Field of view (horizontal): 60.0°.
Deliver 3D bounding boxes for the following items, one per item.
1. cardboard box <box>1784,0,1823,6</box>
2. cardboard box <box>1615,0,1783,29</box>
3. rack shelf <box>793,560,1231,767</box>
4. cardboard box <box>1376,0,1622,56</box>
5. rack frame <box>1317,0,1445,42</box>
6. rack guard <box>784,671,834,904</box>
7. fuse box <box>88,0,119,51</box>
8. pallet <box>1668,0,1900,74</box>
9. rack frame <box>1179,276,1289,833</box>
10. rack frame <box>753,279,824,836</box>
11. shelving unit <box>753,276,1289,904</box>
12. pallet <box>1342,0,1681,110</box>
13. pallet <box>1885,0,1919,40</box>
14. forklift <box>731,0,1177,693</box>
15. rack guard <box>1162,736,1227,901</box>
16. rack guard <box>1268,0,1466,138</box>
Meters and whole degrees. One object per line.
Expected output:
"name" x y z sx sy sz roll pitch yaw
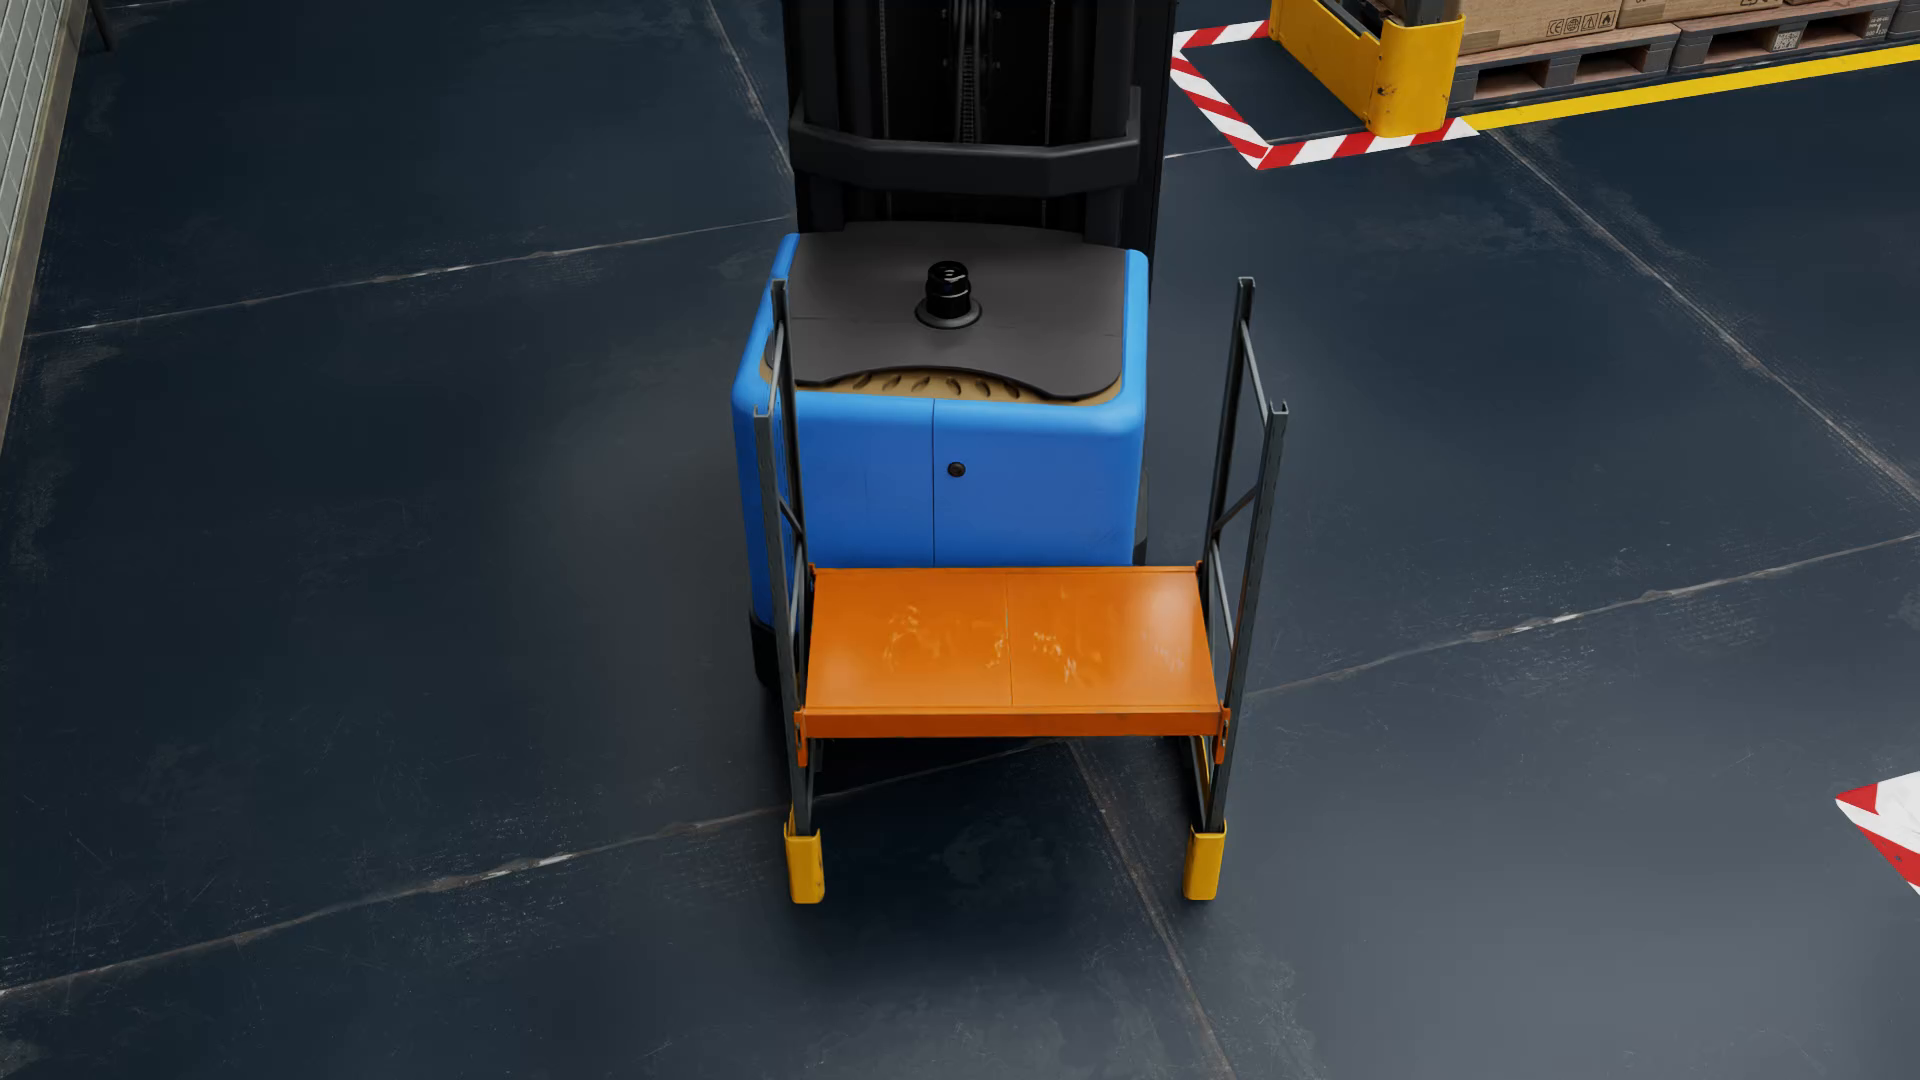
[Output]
"cardboard box" 4.167 -3.028 8.064 0.875 0.438 0.875 -13 43 -14
"cardboard box" 3.306 -2.851 7.862 0.875 0.438 0.875 -11 42 -12
"rack shelf" 0.117 0.293 4.048 1.000 0.185 0.538 0 41 0
"cardboard box" 2.436 -2.665 7.649 0.875 0.438 0.875 -13 43 -15
"rack frame" 1.837 -3.278 6.723 0.127 3.000 1.000 -12 42 -13
"rack guard" -0.390 0.631 4.338 0.087 0.250 0.587 0 41 0
"fuse box" -4.027 -3.011 7.396 0.414 1.711 0.539 -12 42 -13
"pallet" 3.737 -2.674 8.150 1.213 0.211 1.003 -12 42 -13
"rack frame" 0.626 0.154 3.934 0.032 1.500 0.500 0 41 0
"rack frame" -0.391 0.160 3.926 0.032 1.500 0.500 0 41 0
"shelving unit" 0.108 0.157 3.930 1.083 1.500 0.587 0 41 0
"pallet" 2.576 -2.435 7.877 1.213 0.211 1.003 -12 42 -13
"pallet" 4.903 -2.918 8.429 1.213 0.211 1.003 -12 42 -13
"forklift" 0.074 -1.584 4.836 1.130 2.935 3.031 4 41 4
"rack guard" 0.606 0.625 4.345 0.087 0.250 0.587 0 41 0
"rack guard" 1.814 -2.332 7.540 0.348 0.500 1.175 -12 42 -13
